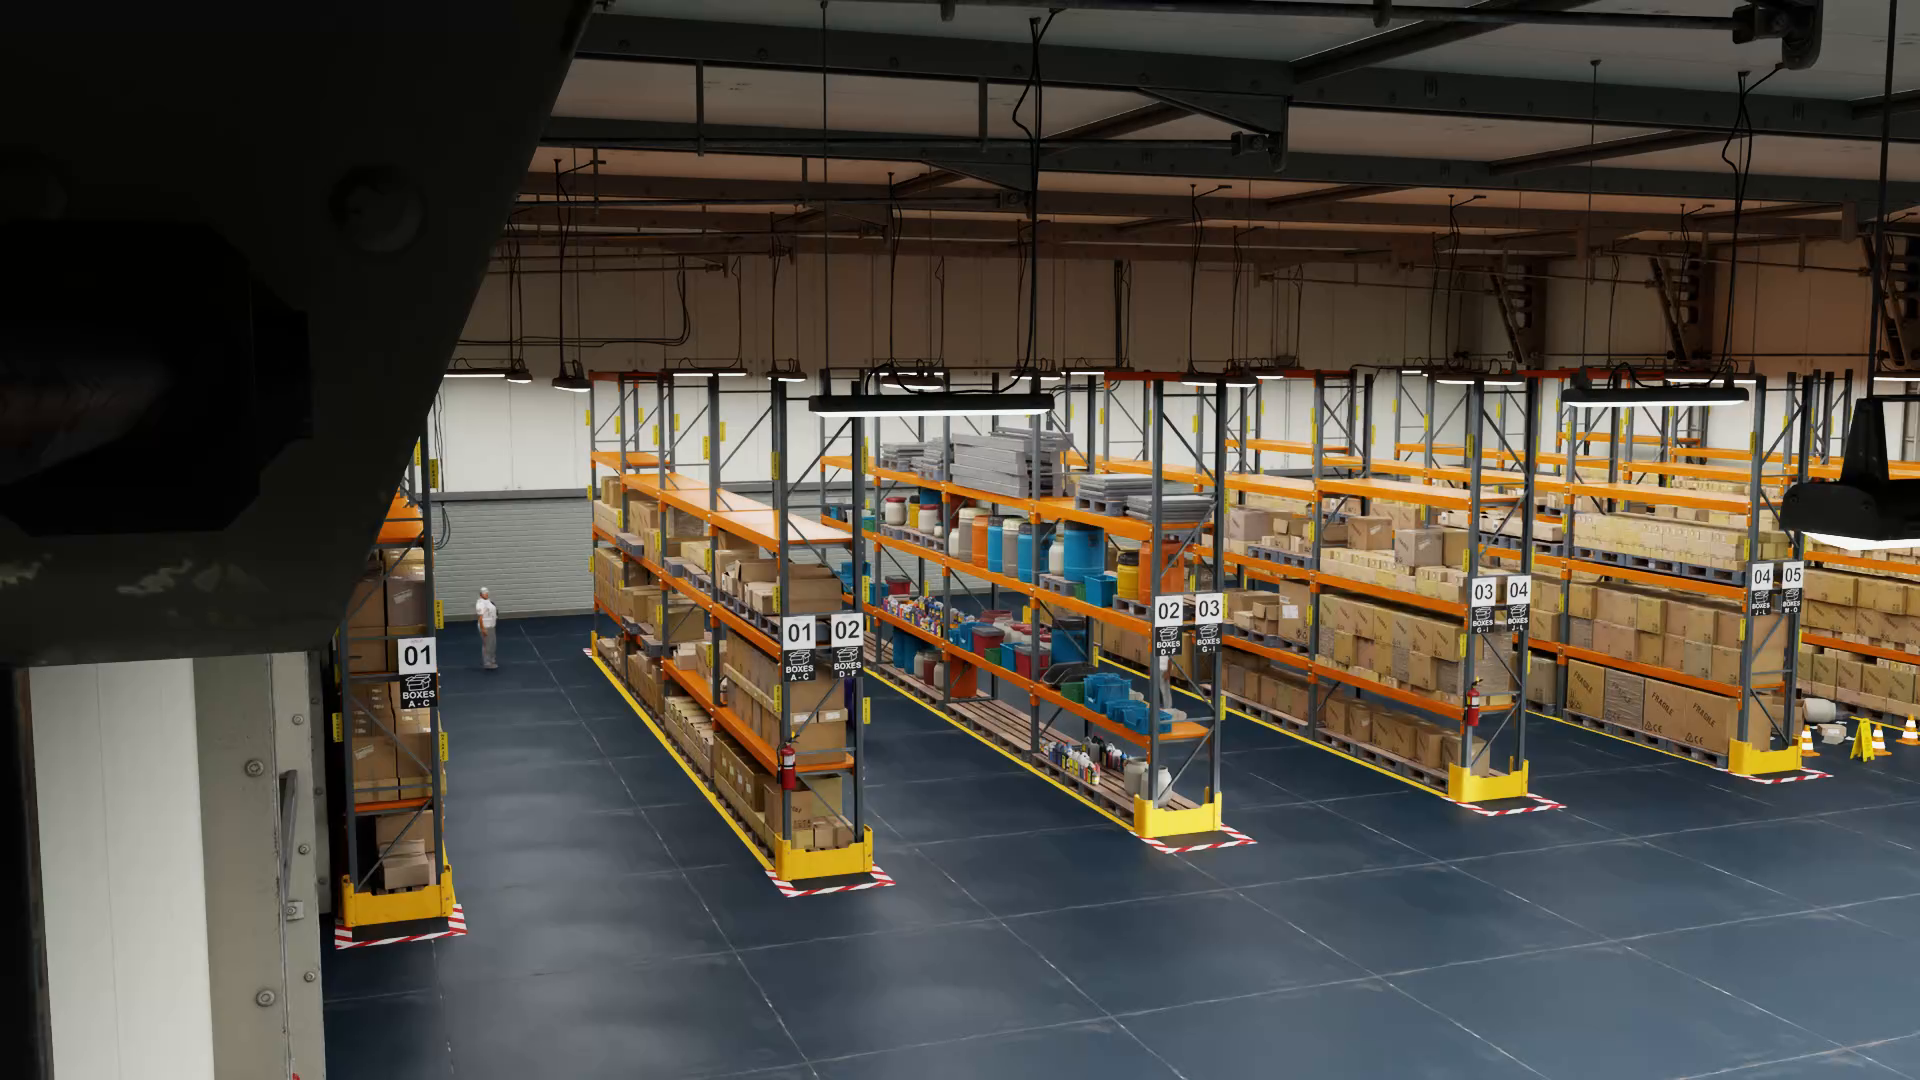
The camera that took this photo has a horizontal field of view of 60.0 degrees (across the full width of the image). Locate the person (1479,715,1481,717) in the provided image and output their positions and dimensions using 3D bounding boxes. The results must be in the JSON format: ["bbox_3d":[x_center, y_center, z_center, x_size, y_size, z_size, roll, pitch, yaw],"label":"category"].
[{"bbox_3d":[8.945,2.259,29.032,0.376,1.675,0.483,-5,8,-37],"label":"person"}]

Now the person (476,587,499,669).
[{"bbox_3d":[-9.524,1.796,33.569,0.416,1.717,0.556,-1,6,-10],"label":"person"}]

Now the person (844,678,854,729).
[{"bbox_3d":[-1.931,2.418,28.053,0.600,1.672,0.542,4,7,30],"label":"person"}]

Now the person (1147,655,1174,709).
[{"bbox_3d":[3.473,2.236,28.681,0.433,1.770,0.627,-4,7,-31],"label":"person"}]
